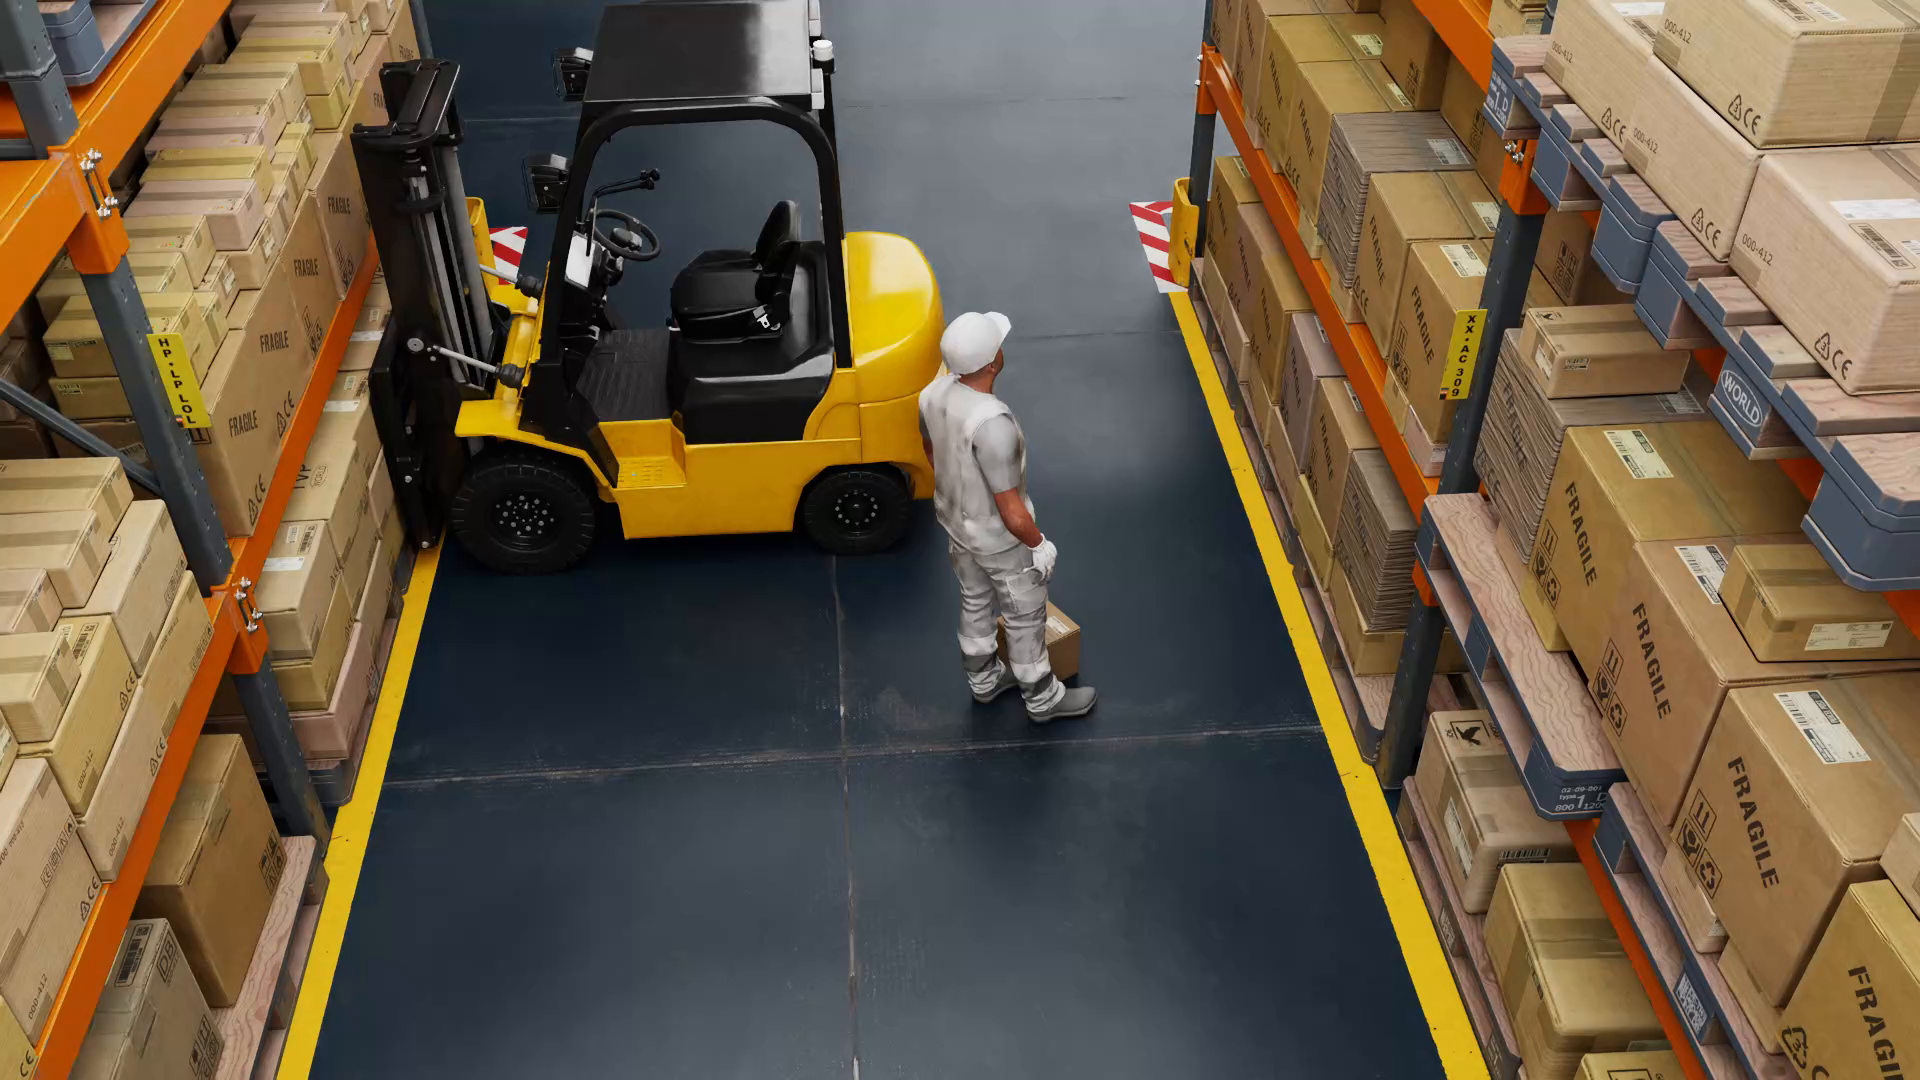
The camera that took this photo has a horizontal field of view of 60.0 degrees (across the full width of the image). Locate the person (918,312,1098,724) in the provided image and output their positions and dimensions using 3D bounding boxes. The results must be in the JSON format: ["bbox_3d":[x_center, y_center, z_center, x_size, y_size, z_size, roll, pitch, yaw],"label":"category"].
[{"bbox_3d":[0.175,-0.086,6.227,0.565,1.787,0.638,-23,44,-26],"label":"person"}]
